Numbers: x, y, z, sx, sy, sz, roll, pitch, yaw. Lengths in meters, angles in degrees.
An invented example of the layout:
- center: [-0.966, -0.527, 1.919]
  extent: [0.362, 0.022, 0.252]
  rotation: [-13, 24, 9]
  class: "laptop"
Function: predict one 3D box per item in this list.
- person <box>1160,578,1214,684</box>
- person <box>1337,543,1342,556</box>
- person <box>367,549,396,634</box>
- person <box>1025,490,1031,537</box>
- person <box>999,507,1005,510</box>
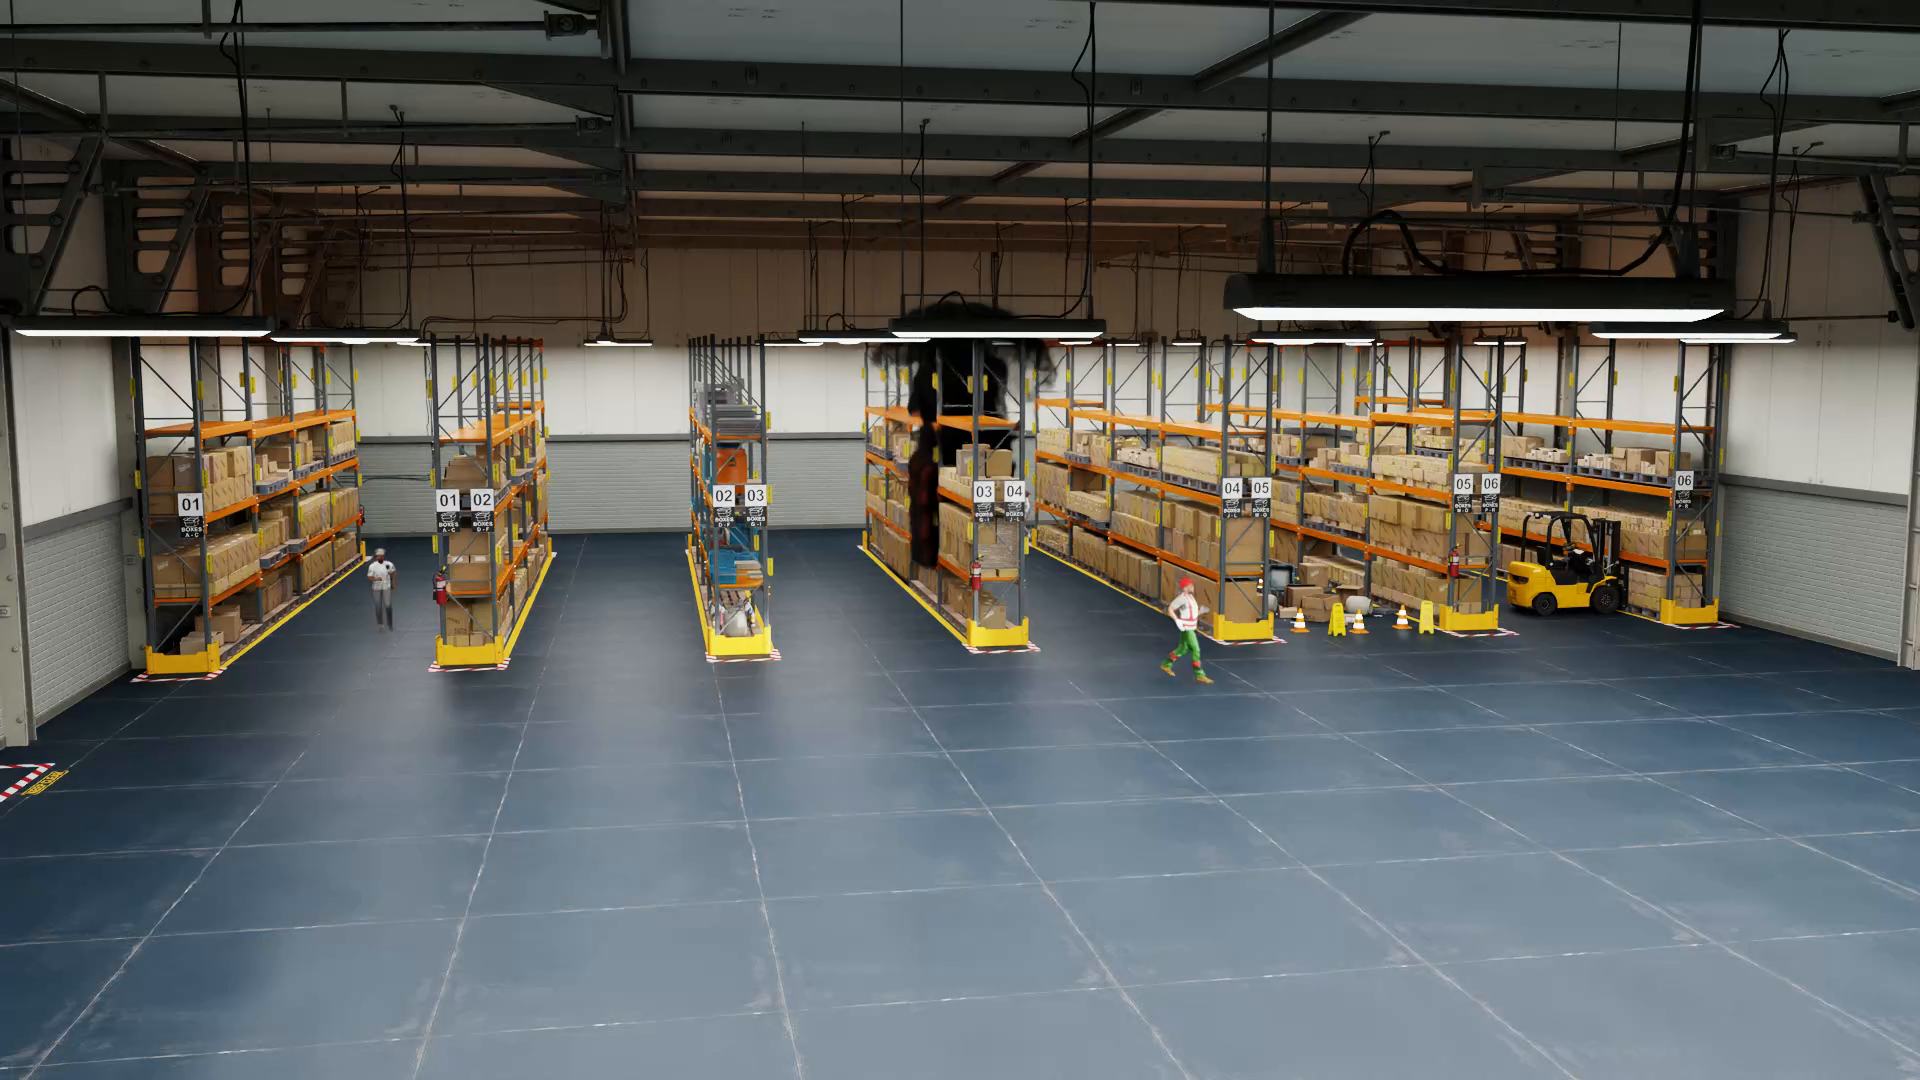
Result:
- center: [3.904, 1.534, 28.568]
  extent: [0.982, 1.786, 0.662]
  rotation: [3, 7, 21]
  class: "person"
- center: [10.085, -0.143, 44.133]
  extent: [0.574, 1.651, 0.688]
  rotation: [-1, 7, -9]
  class: "person"
- center: [-11.702, 1.033, 33.694]
  extent: [0.564, 1.745, 0.720]
  rotation: [-2, 7, -19]
  class: "person"
- center: [1.919, -0.741, 49.882]
  extent: [0.460, 1.515, 0.562]
  rotation: [1, 7, 8]
  class: "person"
- center: [1.434, -0.739, 48.978]
  extent: [0.716, 1.781, 0.678]
  rotation: [4, 8, 31]
  class: "person"
